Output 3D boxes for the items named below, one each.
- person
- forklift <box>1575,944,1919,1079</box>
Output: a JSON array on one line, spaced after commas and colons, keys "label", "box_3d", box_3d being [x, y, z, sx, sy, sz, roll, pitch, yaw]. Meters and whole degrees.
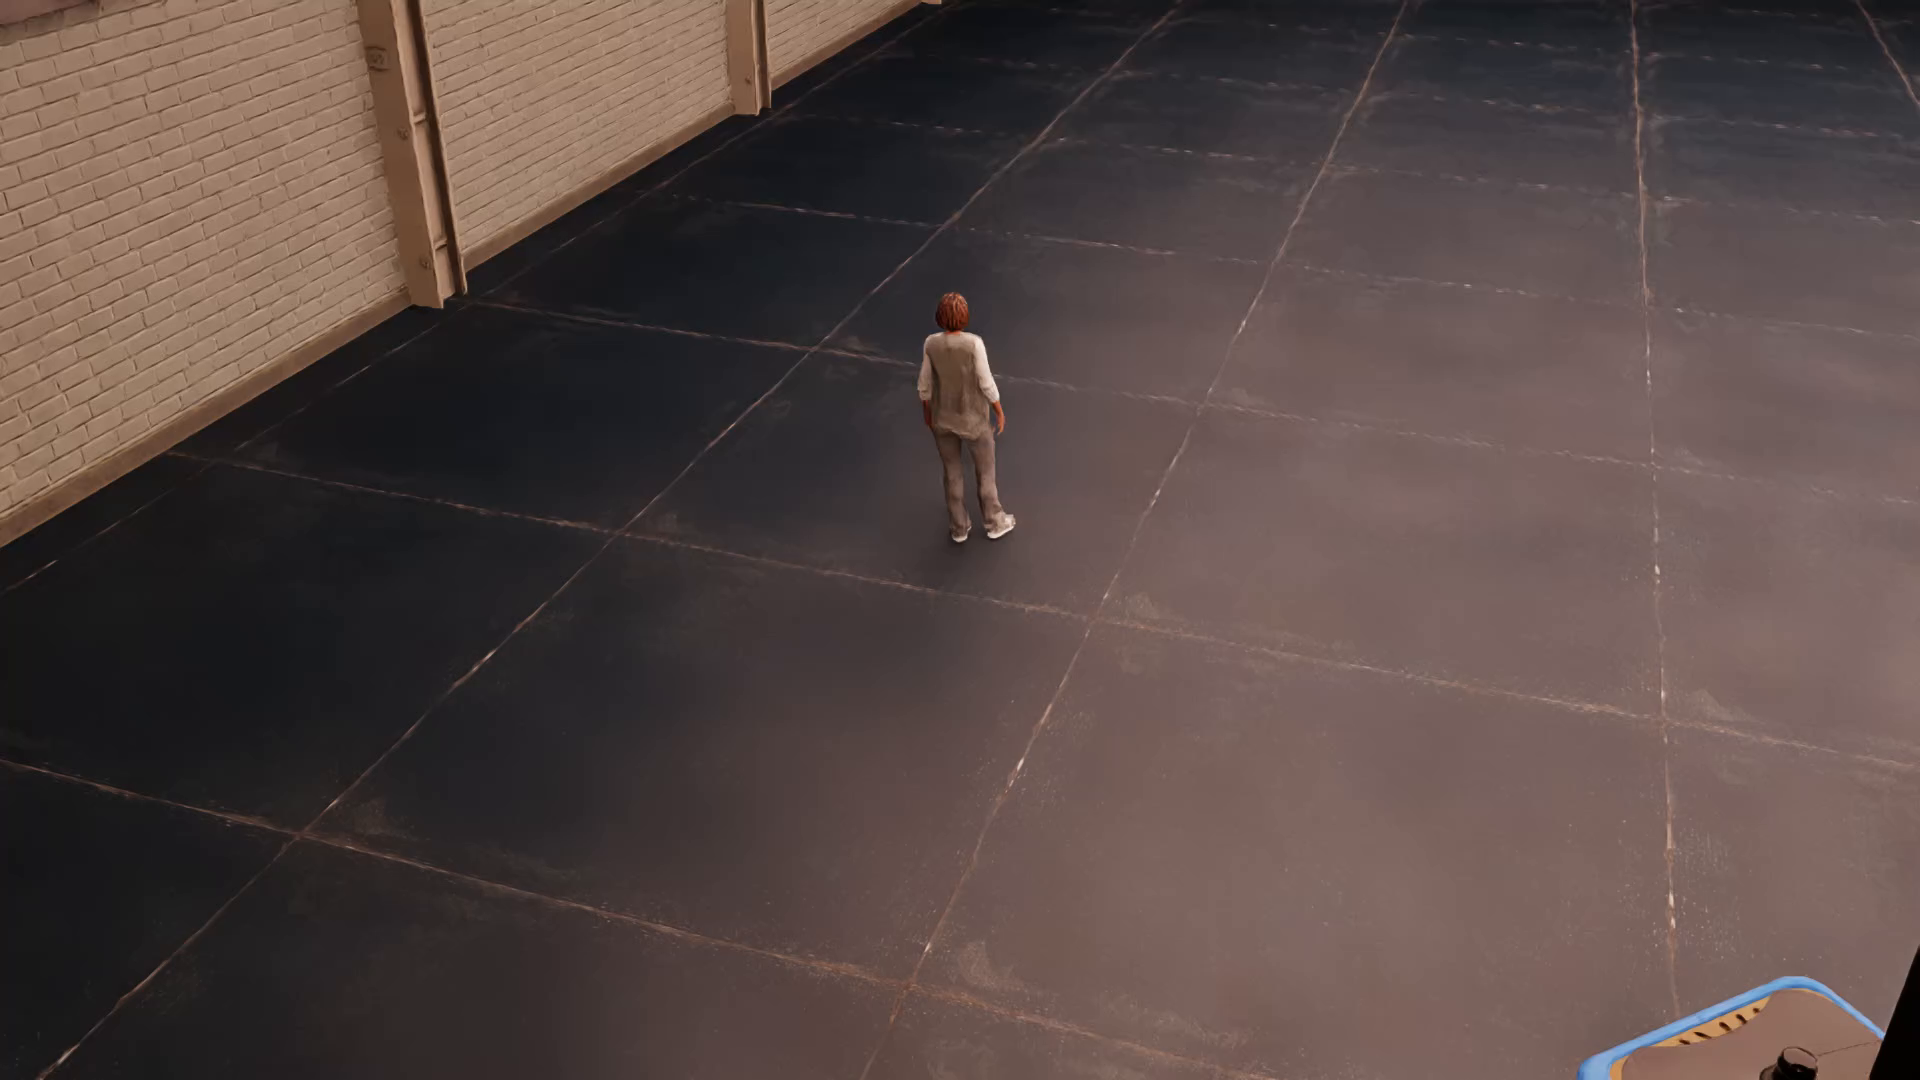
[{"label": "person", "box_3d": [0.037, -0.729, 9.756, 0.521, 1.591, 0.474, 10, 31, 16]}, {"label": "forklift", "box_3d": [2.958, 1.830, 3.927, 1.130, 2.935, 3.031, -13, 32, -21]}]
